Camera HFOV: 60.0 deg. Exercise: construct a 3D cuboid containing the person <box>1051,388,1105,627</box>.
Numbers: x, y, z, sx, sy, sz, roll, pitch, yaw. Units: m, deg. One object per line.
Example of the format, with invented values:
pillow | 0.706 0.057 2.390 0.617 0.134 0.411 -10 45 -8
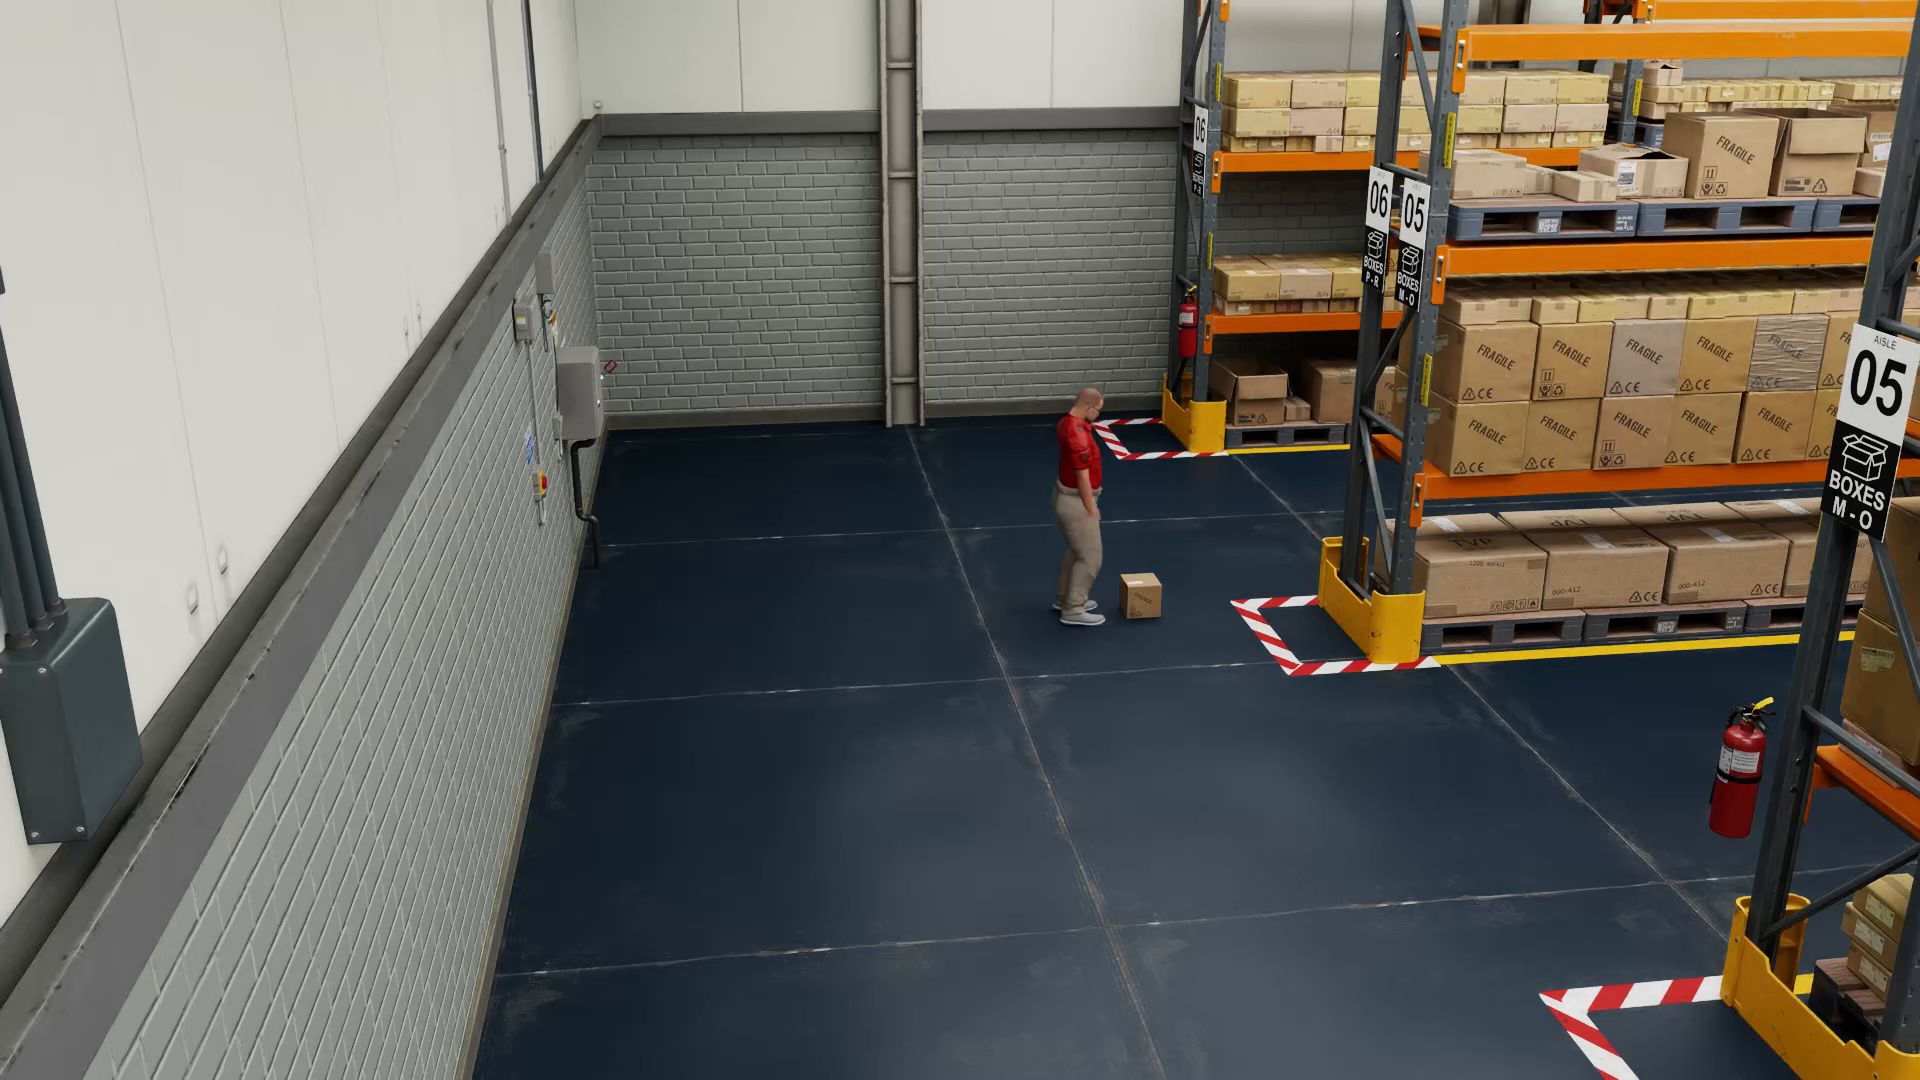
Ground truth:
person | 0.840 -0.252 11.847 0.375 1.704 0.544 -2 20 -6
